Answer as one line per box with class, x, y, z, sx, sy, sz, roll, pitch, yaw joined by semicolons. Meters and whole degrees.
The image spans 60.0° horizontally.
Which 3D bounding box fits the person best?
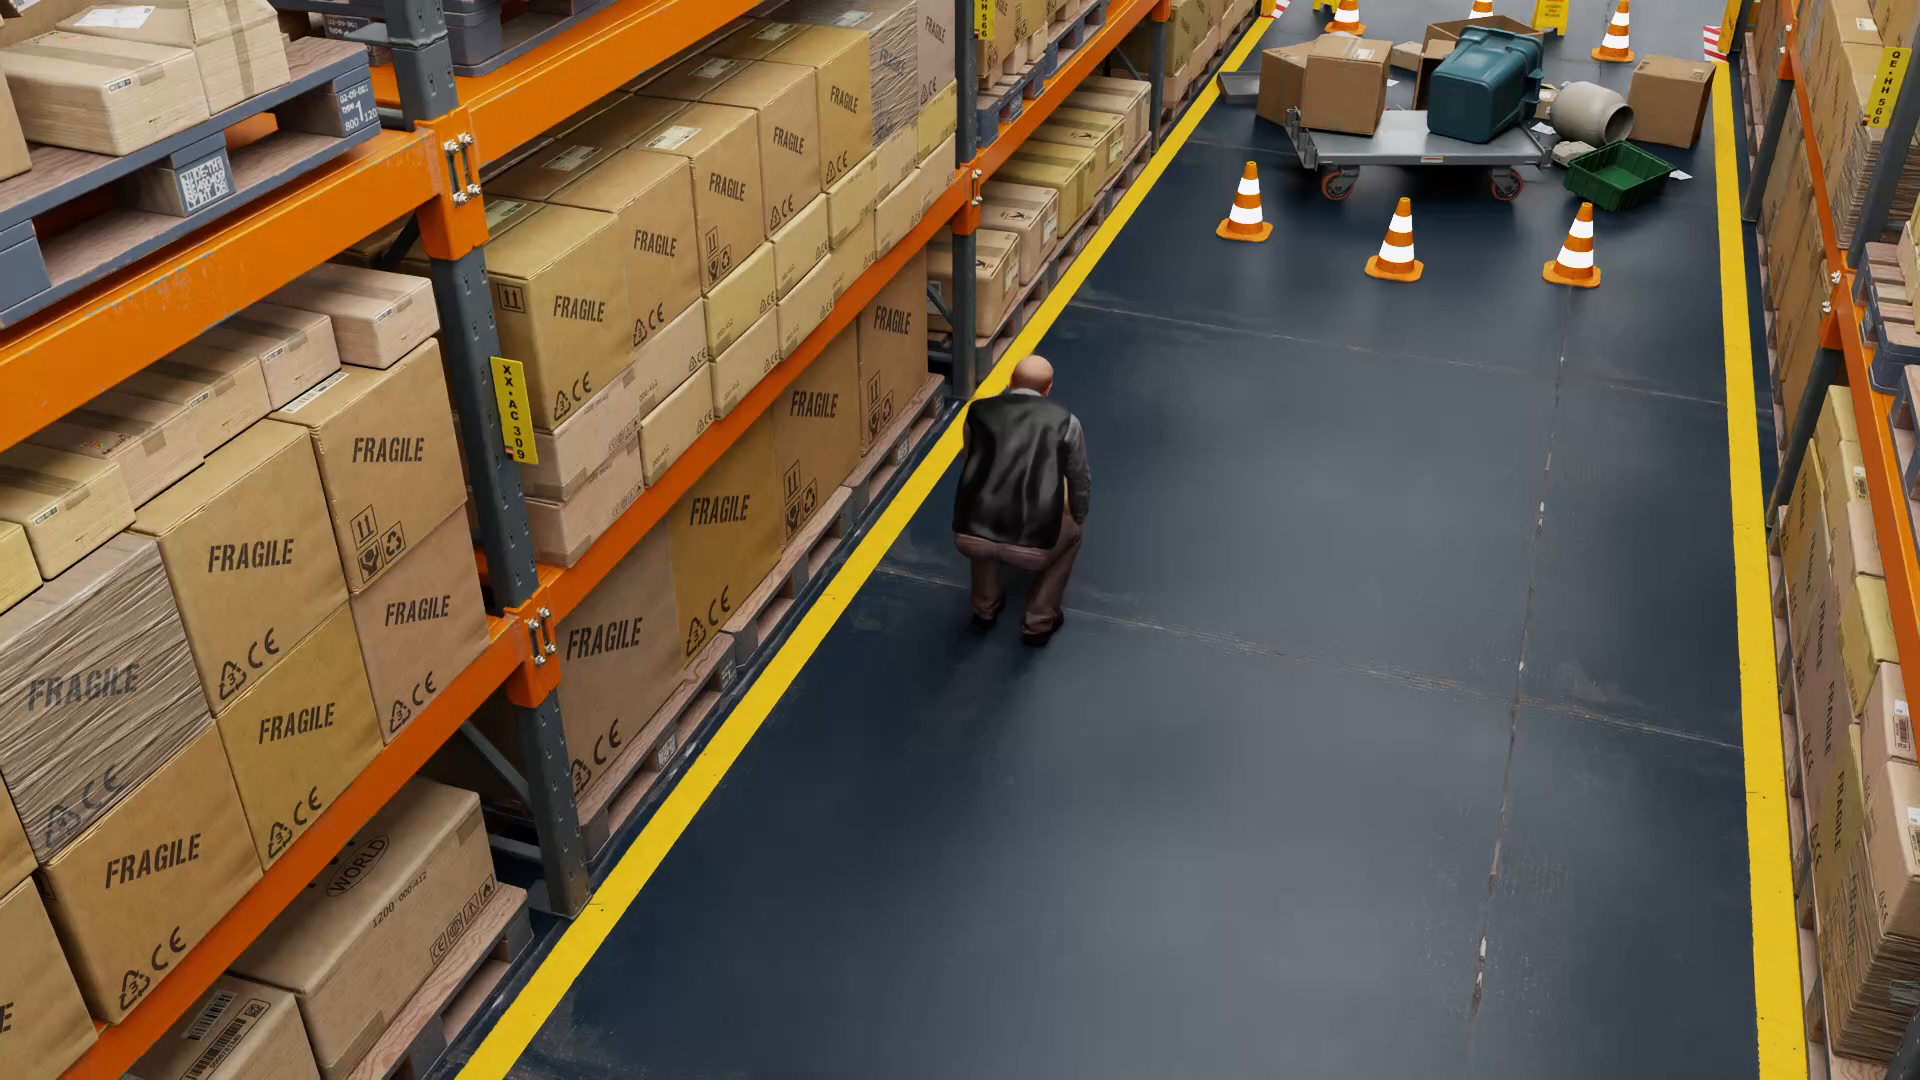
person;0.224;-0.145;6.975;0.557;1.082;0.829;11;35;16
